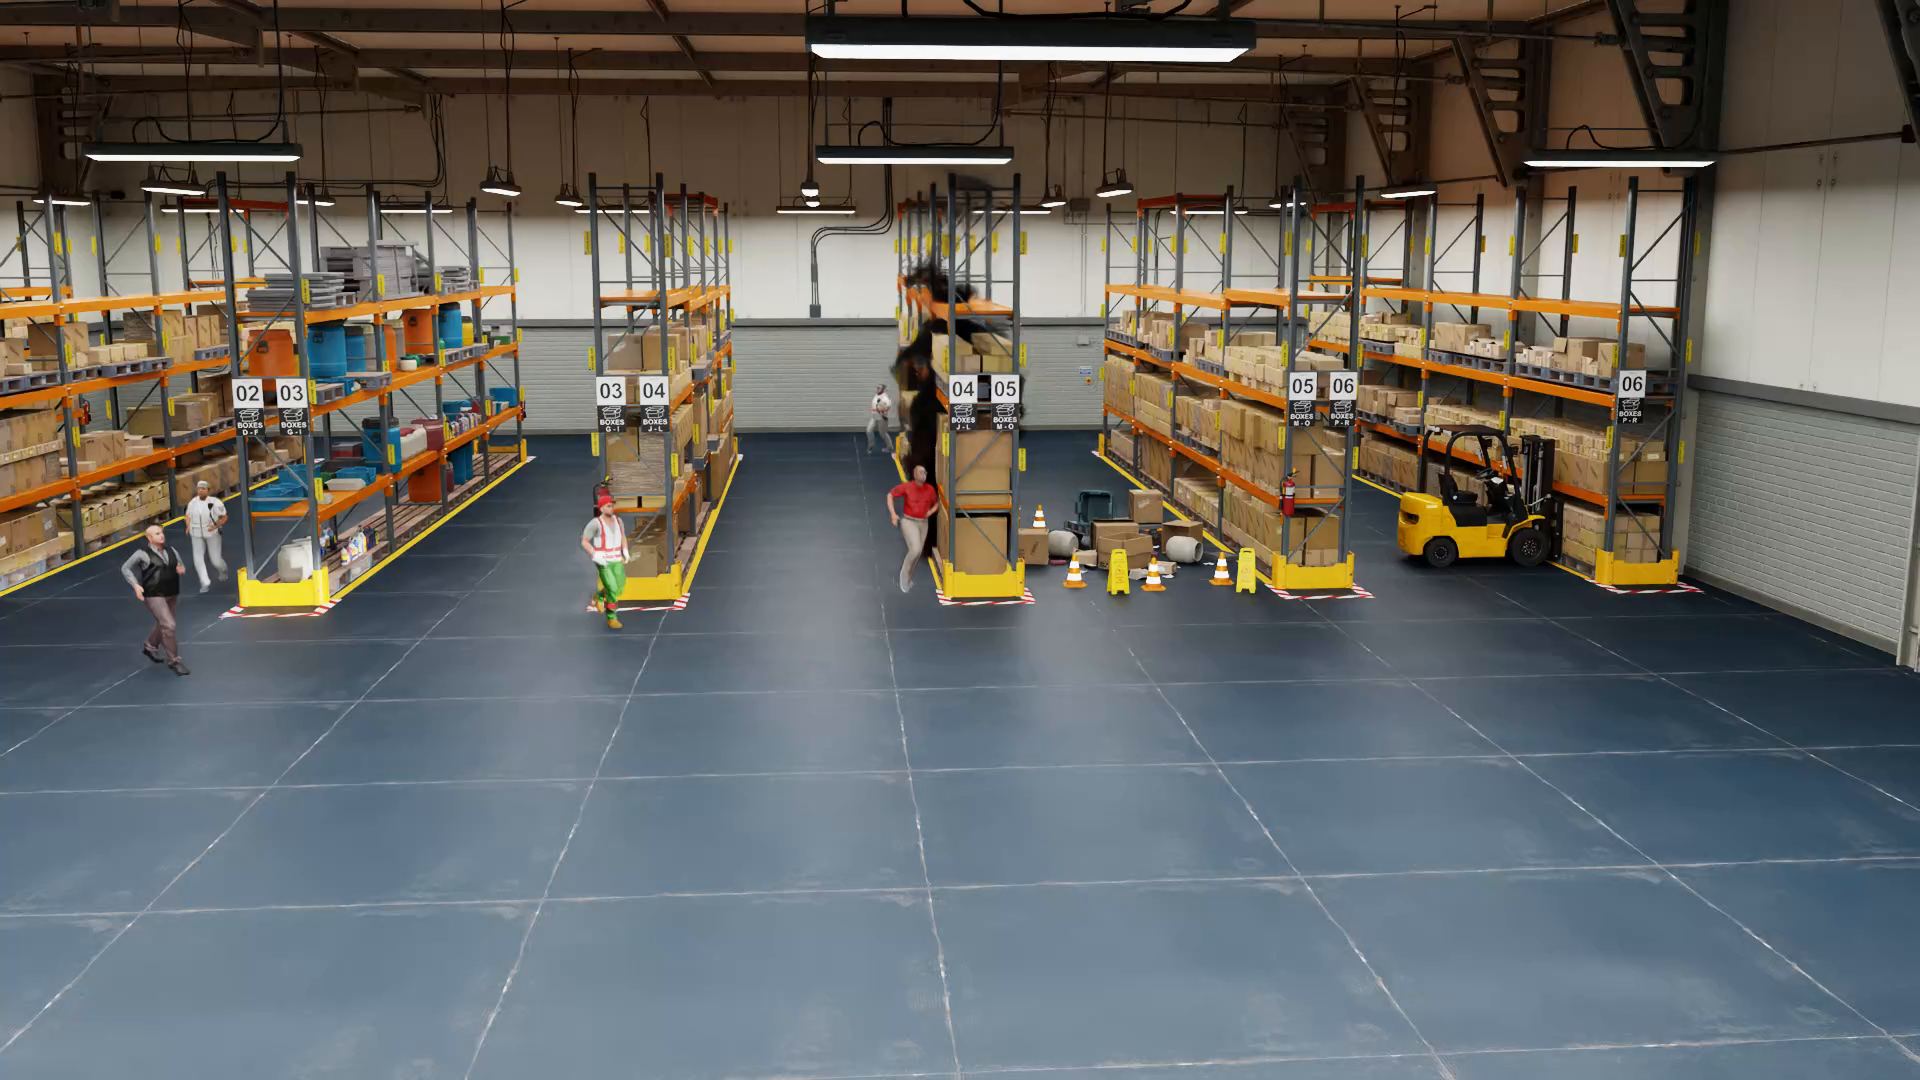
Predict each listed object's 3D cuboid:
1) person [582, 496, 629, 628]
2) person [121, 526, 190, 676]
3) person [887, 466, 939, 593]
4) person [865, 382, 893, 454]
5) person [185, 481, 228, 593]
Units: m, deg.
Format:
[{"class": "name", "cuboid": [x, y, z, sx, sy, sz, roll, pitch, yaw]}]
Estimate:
[{"class": "person", "cuboid": [-4.742, 0.270, 22.206, 0.676, 1.747, 0.692, 8, 13, 39]}, {"class": "person", "cuboid": [-9.476, 0.696, 19.722, 0.875, 1.753, 0.641, 4, 11, 21]}, {"class": "person", "cuboid": [-0.602, -0.155, 23.241, 0.674, 1.762, 0.605, -7, 12, -36]}, {"class": "person", "cuboid": [-1.900, -2.940, 40.487, 0.767, 1.824, 0.720, -8, 13, -37]}, {"class": "person", "cuboid": [-11.071, -0.069, 24.427, 0.613, 1.620, 0.688, -1, 10, -8]}]
